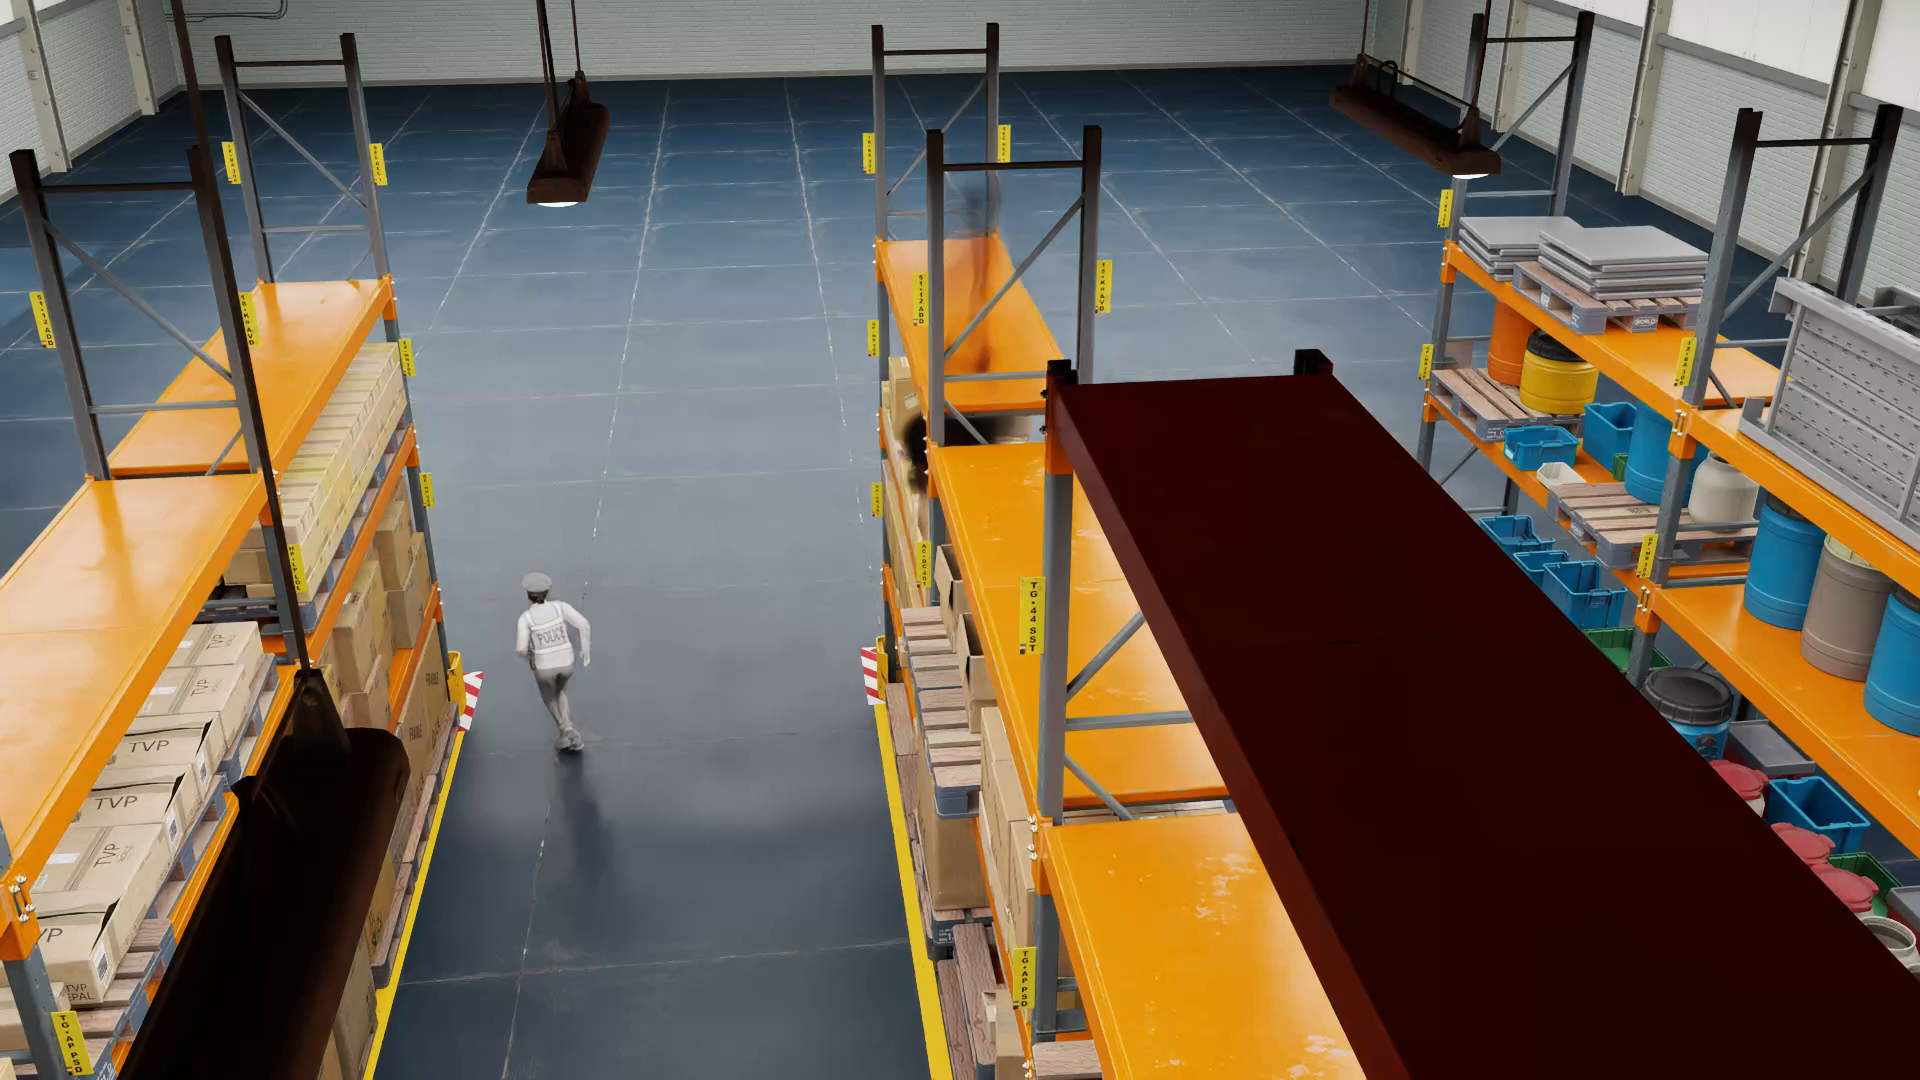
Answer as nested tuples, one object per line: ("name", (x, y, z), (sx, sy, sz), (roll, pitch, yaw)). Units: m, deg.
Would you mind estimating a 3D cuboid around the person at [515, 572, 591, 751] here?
("person", (-3.524, 1.055, 14.453), (0.637, 1.568, 0.615), (-16, 30, -30))
